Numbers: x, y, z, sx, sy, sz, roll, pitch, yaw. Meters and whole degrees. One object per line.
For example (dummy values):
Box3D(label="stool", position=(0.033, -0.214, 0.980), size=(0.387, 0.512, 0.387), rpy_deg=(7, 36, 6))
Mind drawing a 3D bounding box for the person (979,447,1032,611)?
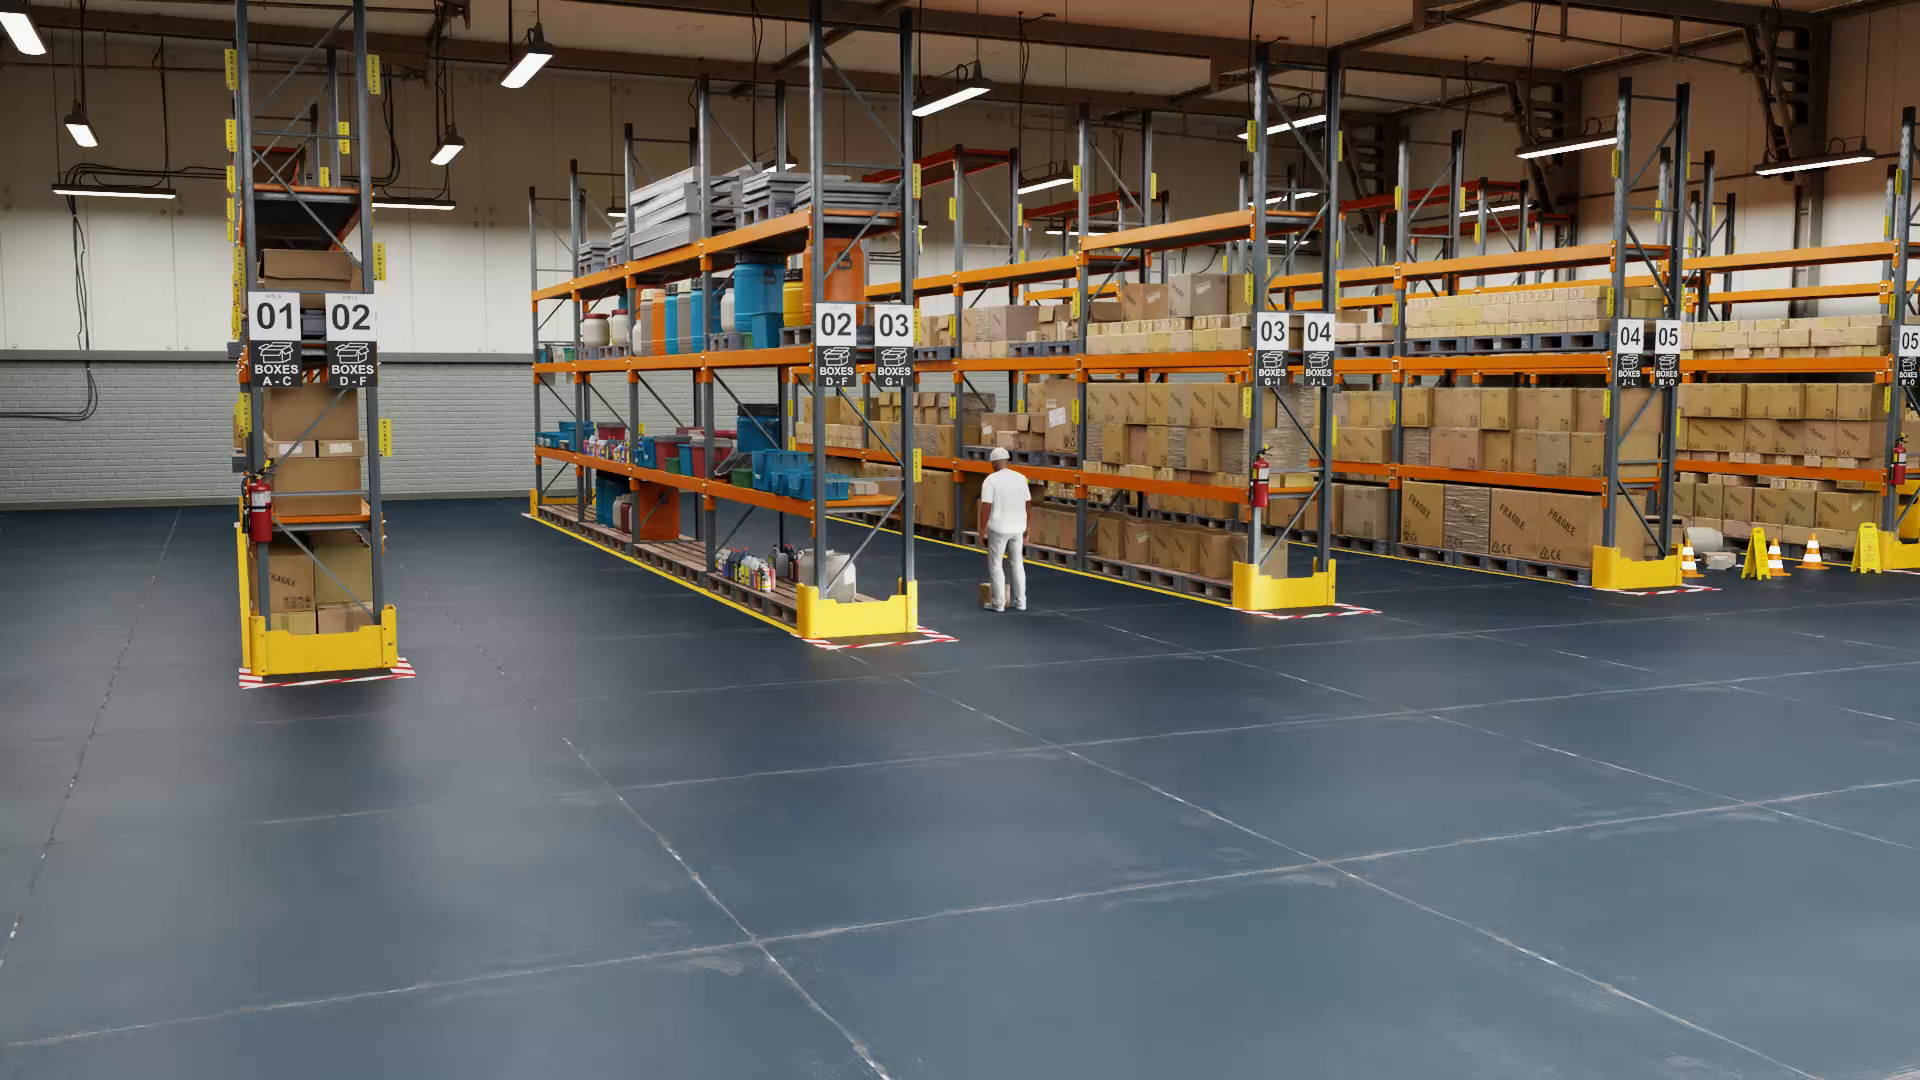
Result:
Box3D(label="person", position=(0.479, -0.120, 17.964), size=(0.626, 1.759, 0.463), rpy_deg=(-3, 6, -26))
